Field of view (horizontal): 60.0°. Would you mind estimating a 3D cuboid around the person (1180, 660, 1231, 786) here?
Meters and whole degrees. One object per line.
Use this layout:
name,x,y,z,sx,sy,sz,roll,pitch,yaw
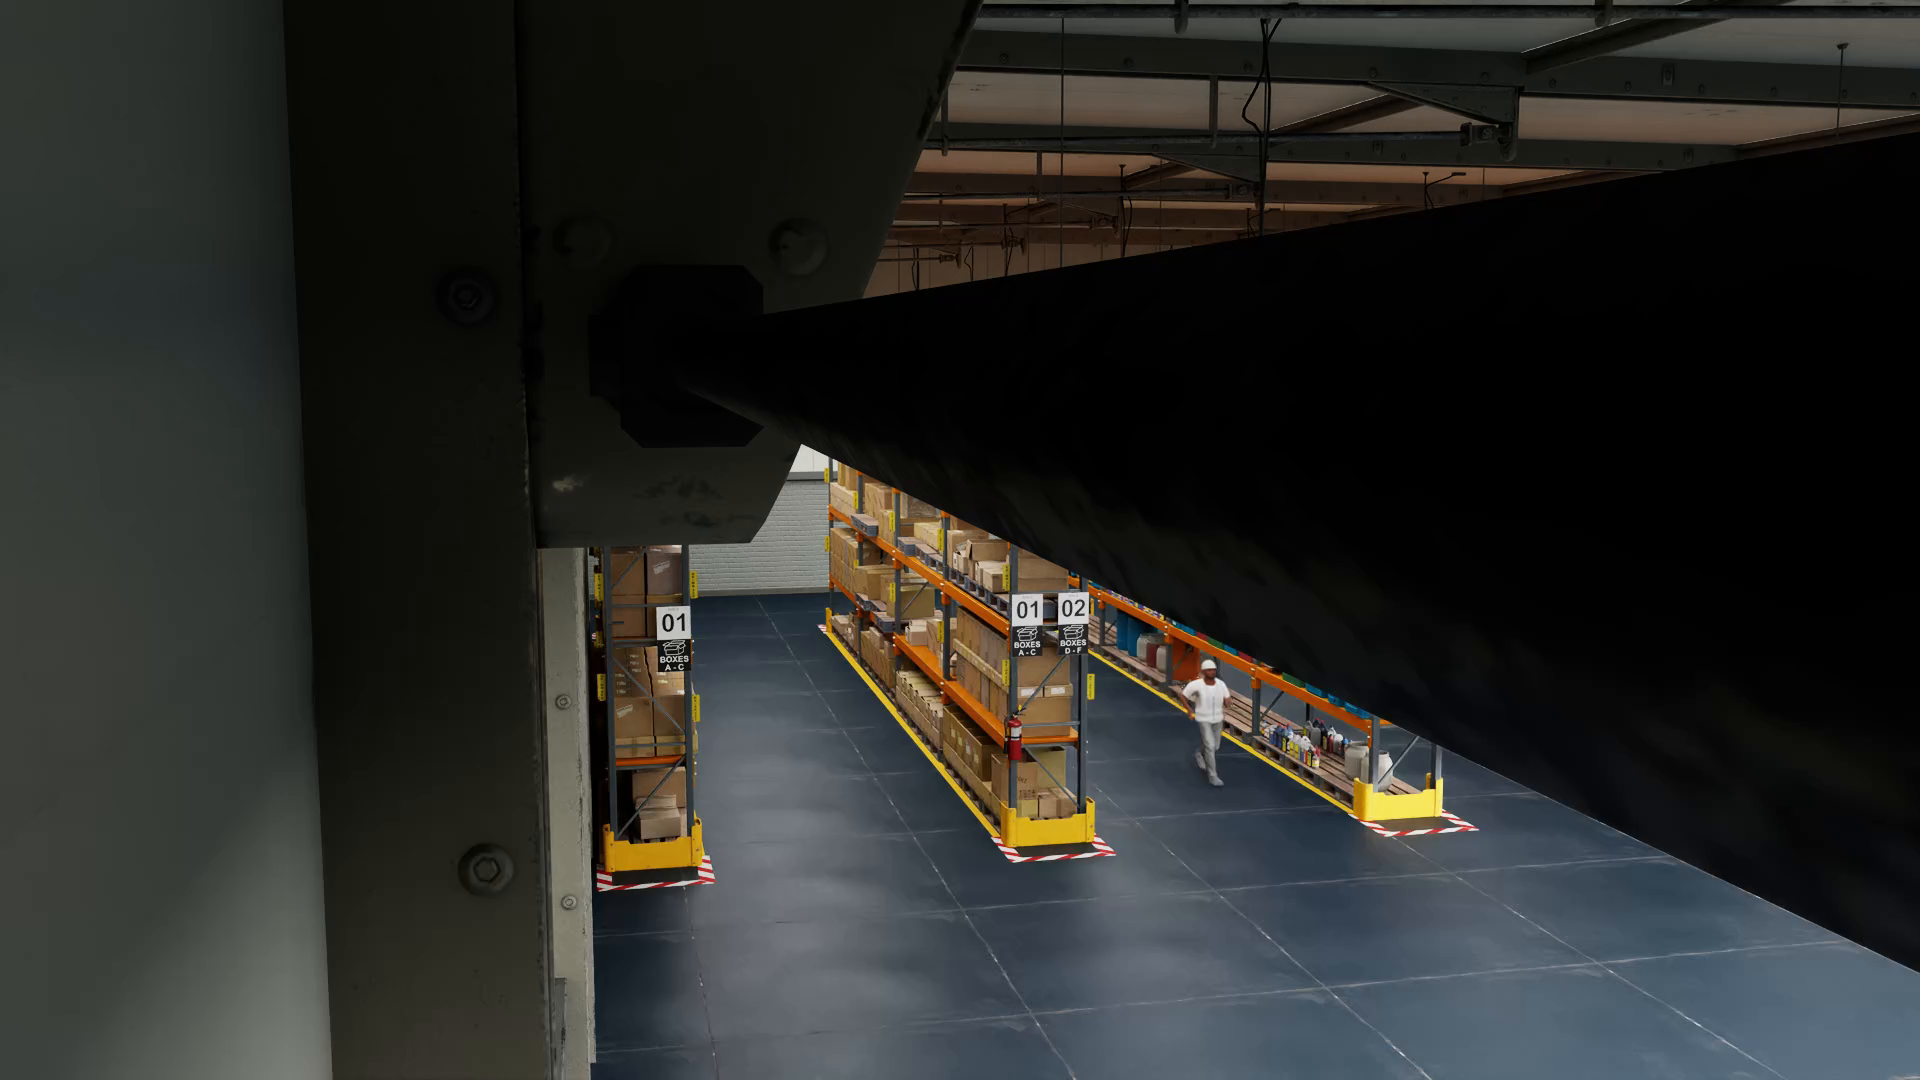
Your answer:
person,3.589,2.600,24.013,0.710,1.747,0.968,-3,7,-21
